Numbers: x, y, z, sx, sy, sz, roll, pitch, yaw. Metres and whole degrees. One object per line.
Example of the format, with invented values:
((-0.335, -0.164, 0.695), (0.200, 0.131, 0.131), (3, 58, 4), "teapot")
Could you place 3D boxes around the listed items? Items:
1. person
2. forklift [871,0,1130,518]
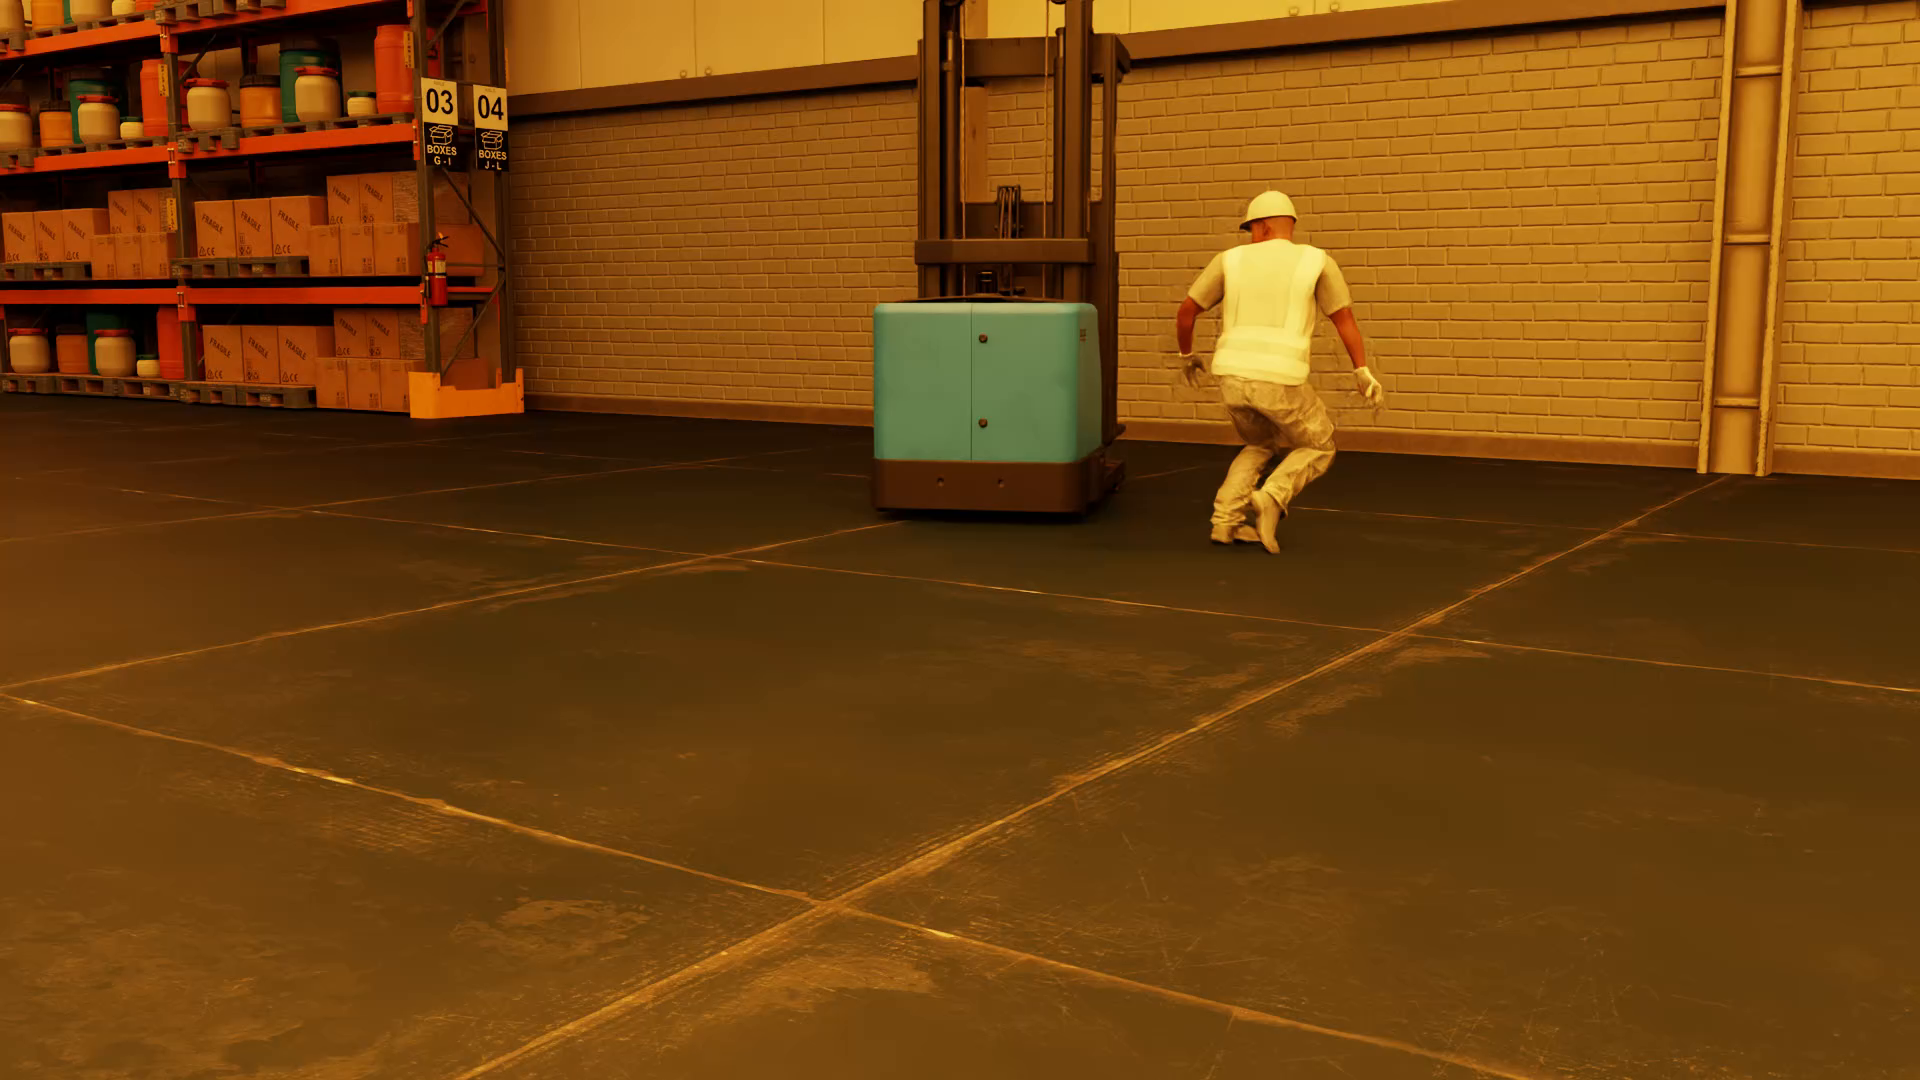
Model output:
((1.376, -0.740, 7.327), (0.959, 1.593, 0.586), (5, 10, 33), "person")
((0.358, -1.733, 9.380), (1.130, 2.935, 3.031), (2, 8, 12), "forklift")
